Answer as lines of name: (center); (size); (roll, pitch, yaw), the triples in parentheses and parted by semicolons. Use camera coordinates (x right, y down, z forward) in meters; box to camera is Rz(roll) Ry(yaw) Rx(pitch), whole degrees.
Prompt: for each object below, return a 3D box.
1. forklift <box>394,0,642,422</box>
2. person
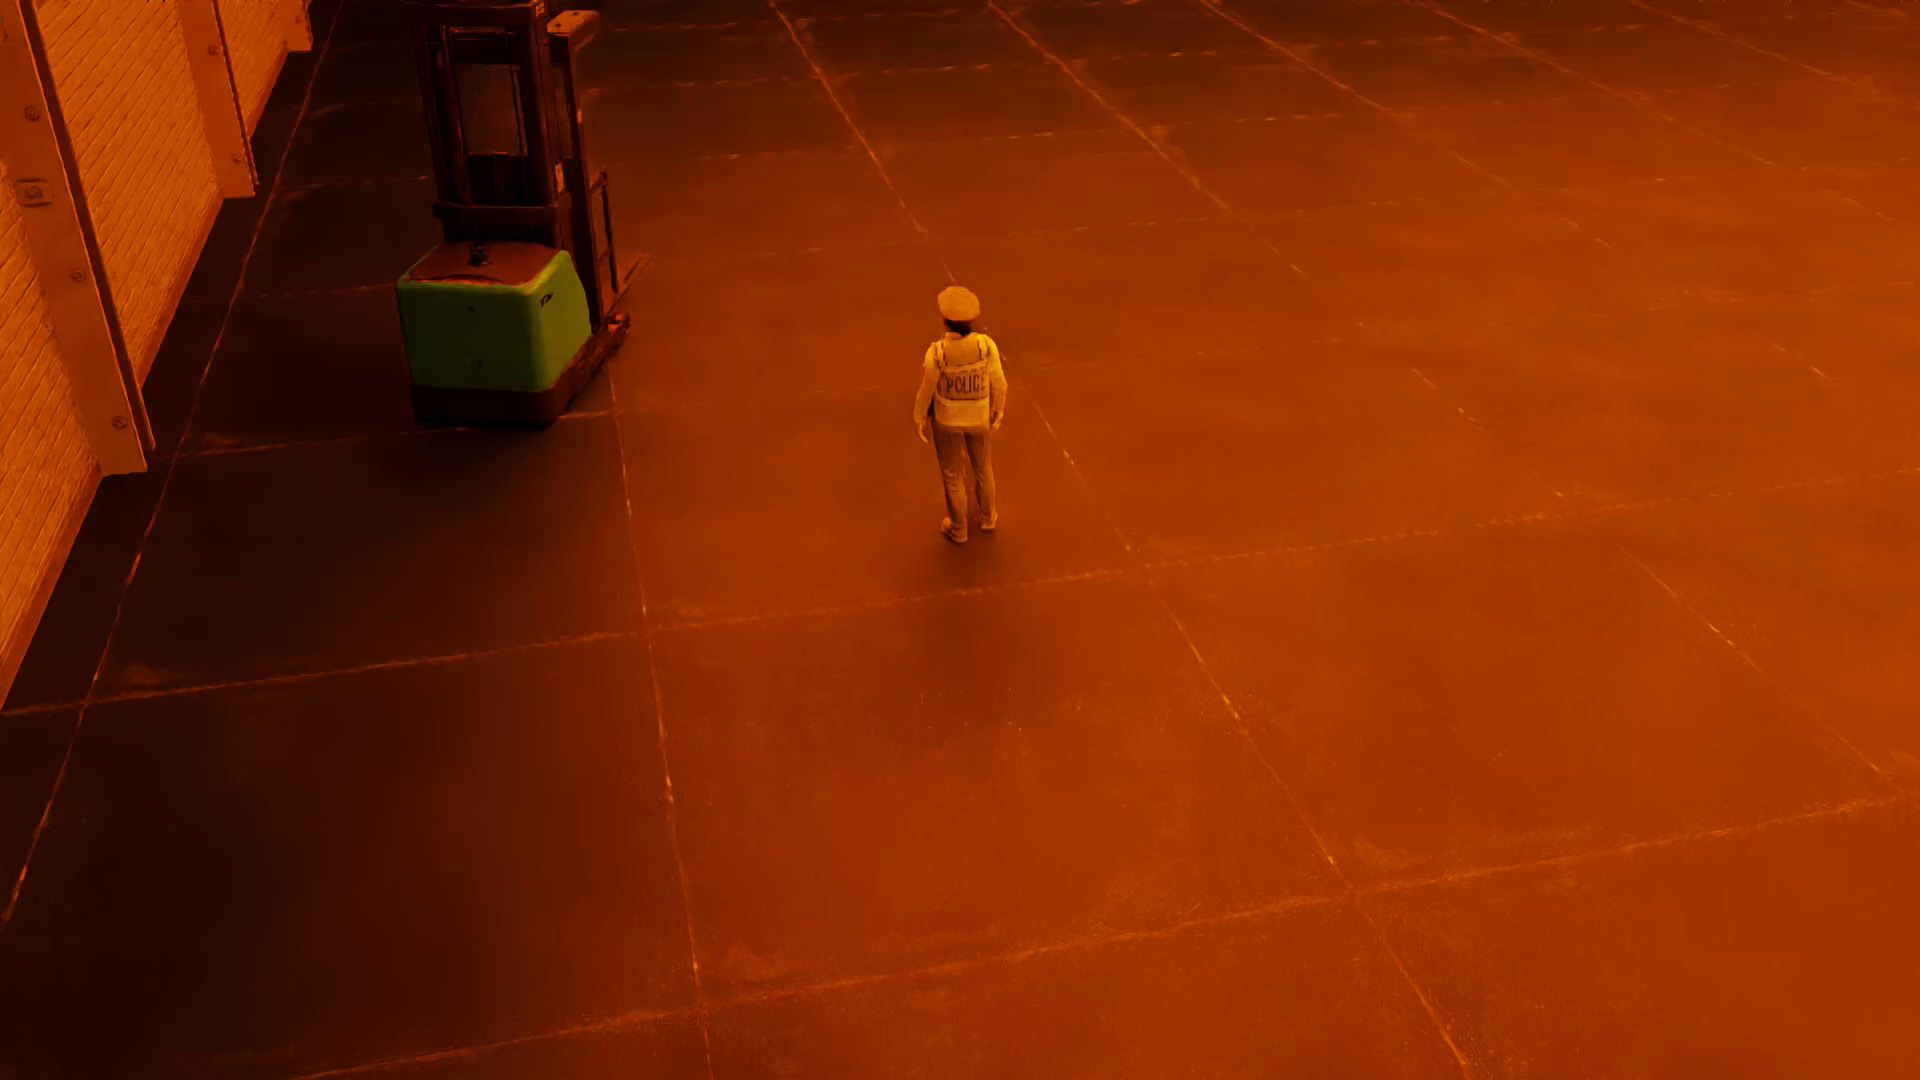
forklift: (-3.245, -2.819, 12.444); (1.130, 2.935, 3.031); (3, 30, 6)
person: (-0.009, -0.773, 10.130); (0.586, 1.695, 0.532); (-7, 31, -12)
